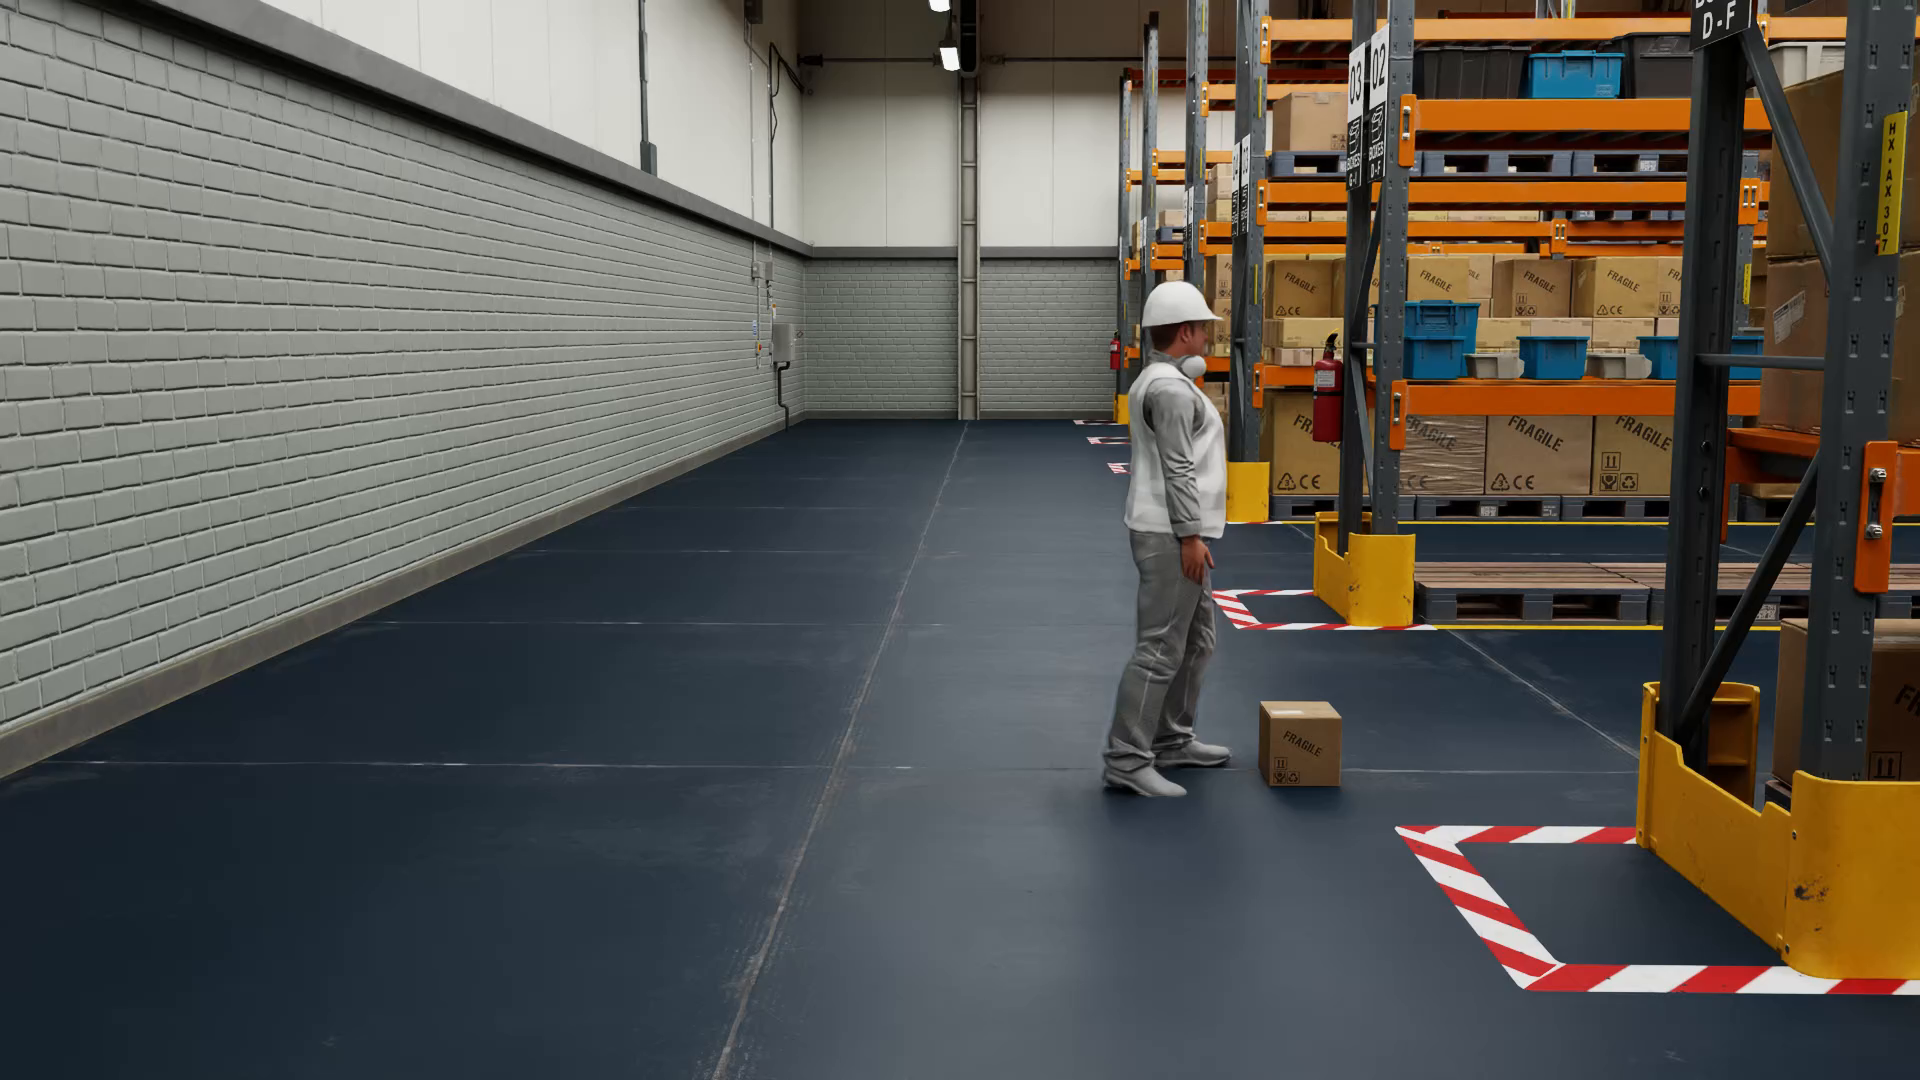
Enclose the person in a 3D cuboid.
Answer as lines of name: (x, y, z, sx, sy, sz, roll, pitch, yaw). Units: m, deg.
person: (0.753, -0.011, 5.891, 0.498, 1.792, 0.572, 0, 7, 1)
